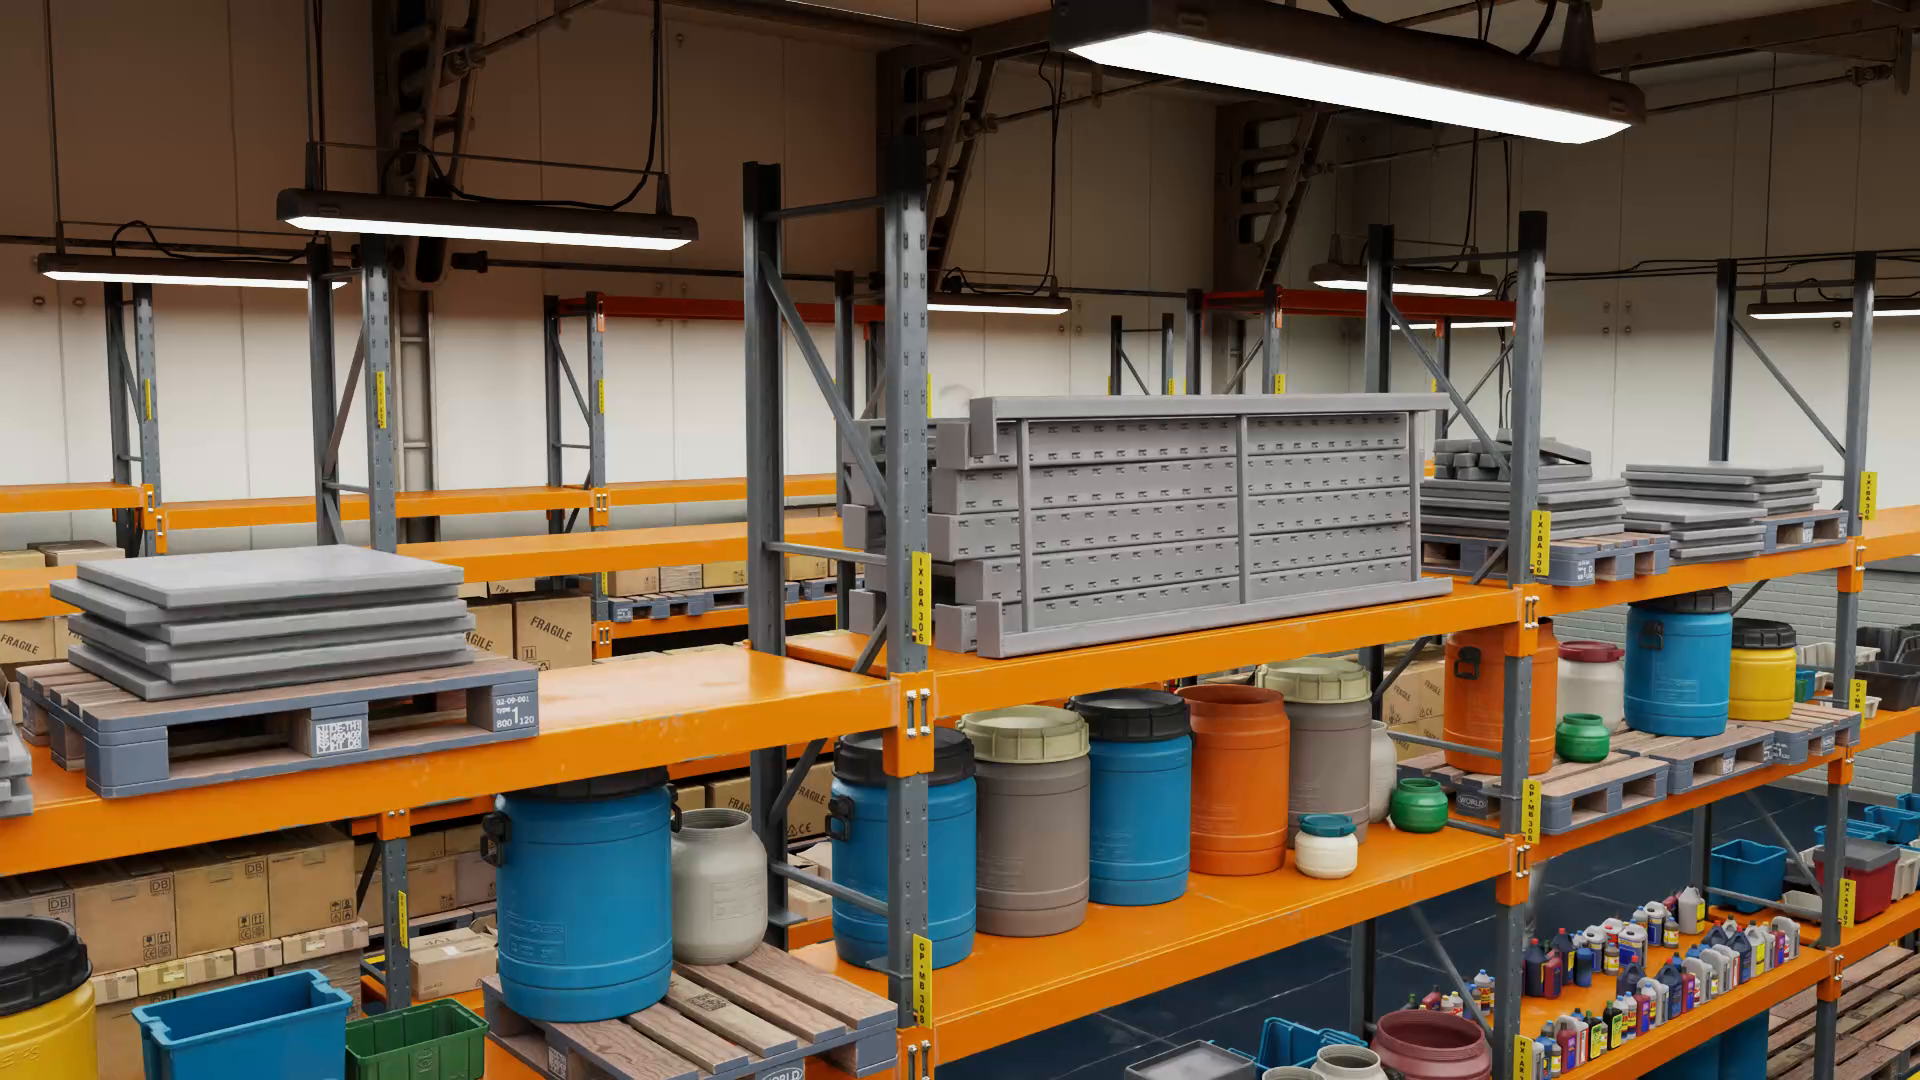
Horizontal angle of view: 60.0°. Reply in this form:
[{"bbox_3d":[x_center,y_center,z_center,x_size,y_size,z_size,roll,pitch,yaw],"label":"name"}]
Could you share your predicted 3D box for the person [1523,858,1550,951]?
[{"bbox_3d":[5.172,2.859,15.191,0.654,1.735,0.631,5,8,44],"label":"person"}]
